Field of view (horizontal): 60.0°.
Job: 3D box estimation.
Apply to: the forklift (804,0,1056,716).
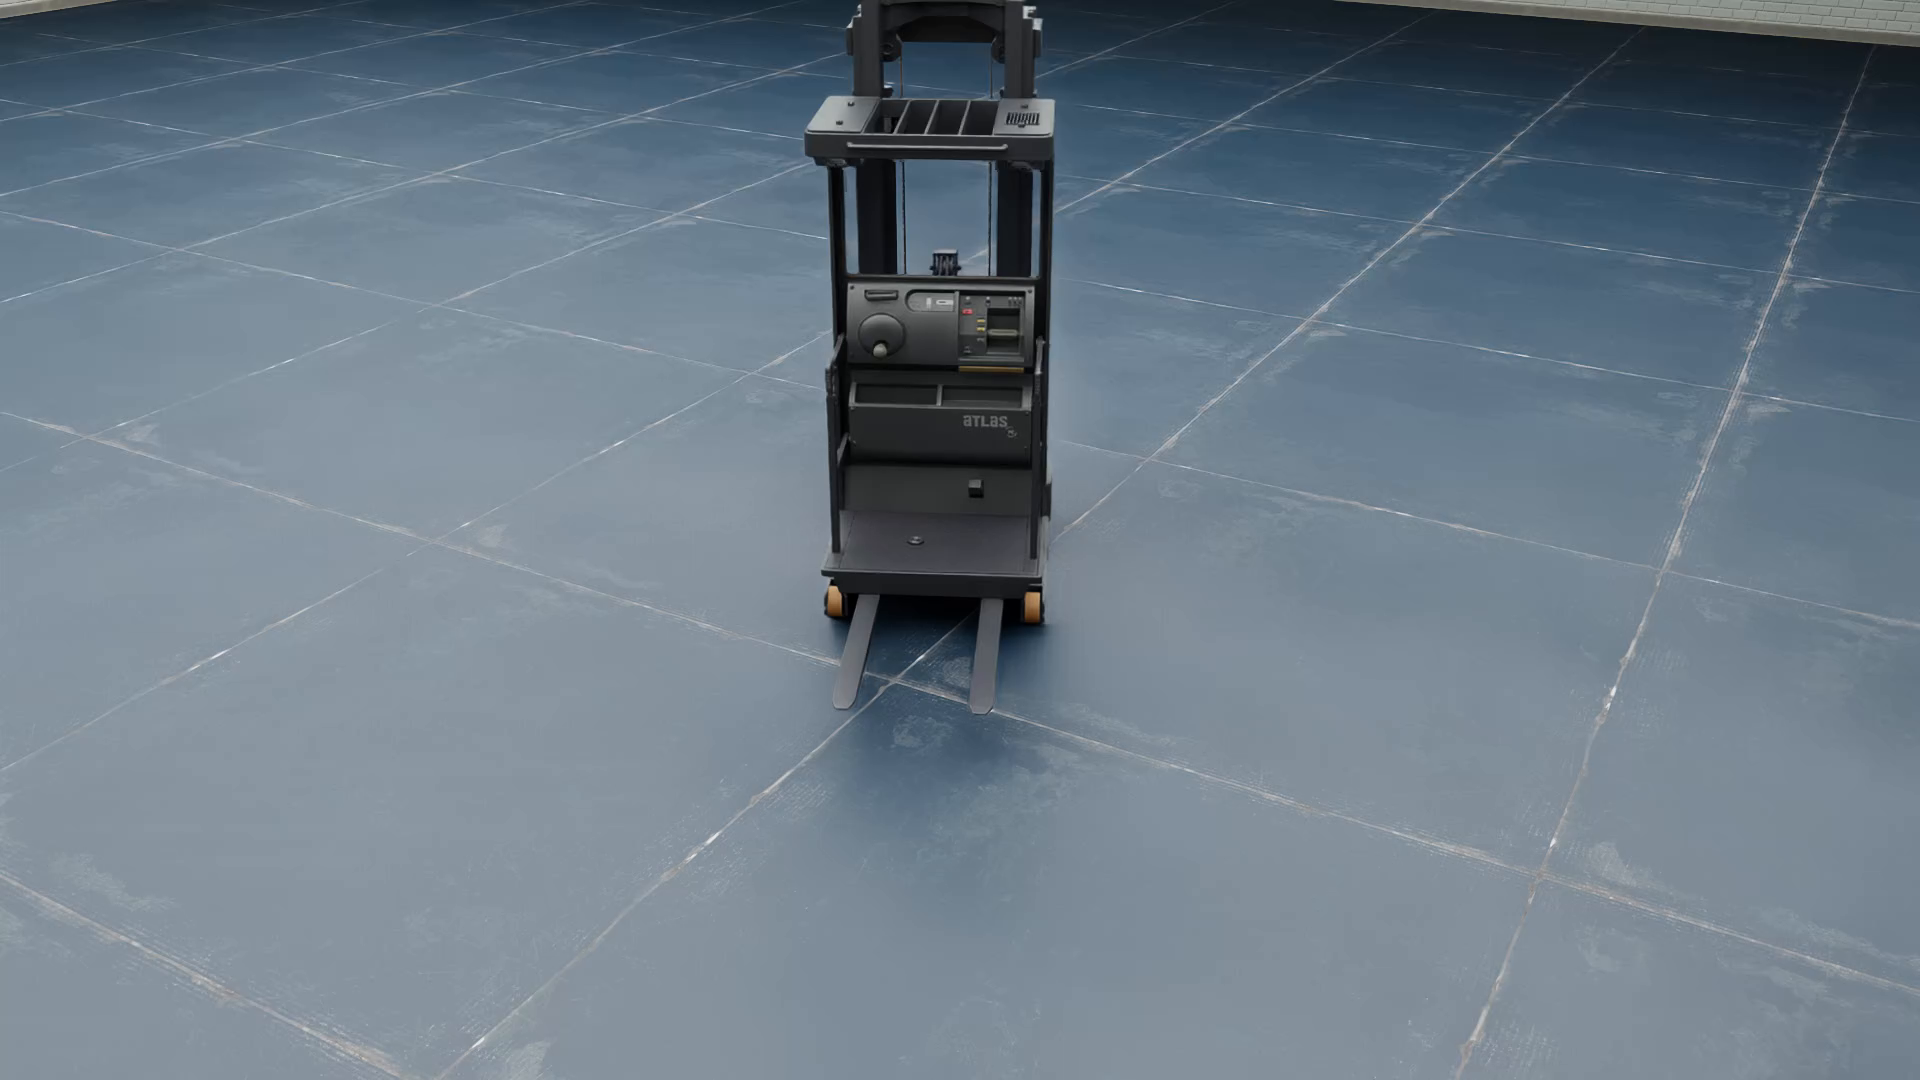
[{"bbox_3d":[-0.109,-1.039,8.051,1.130,2.935,3.031,2,27,4],"label":"forklift"}]
